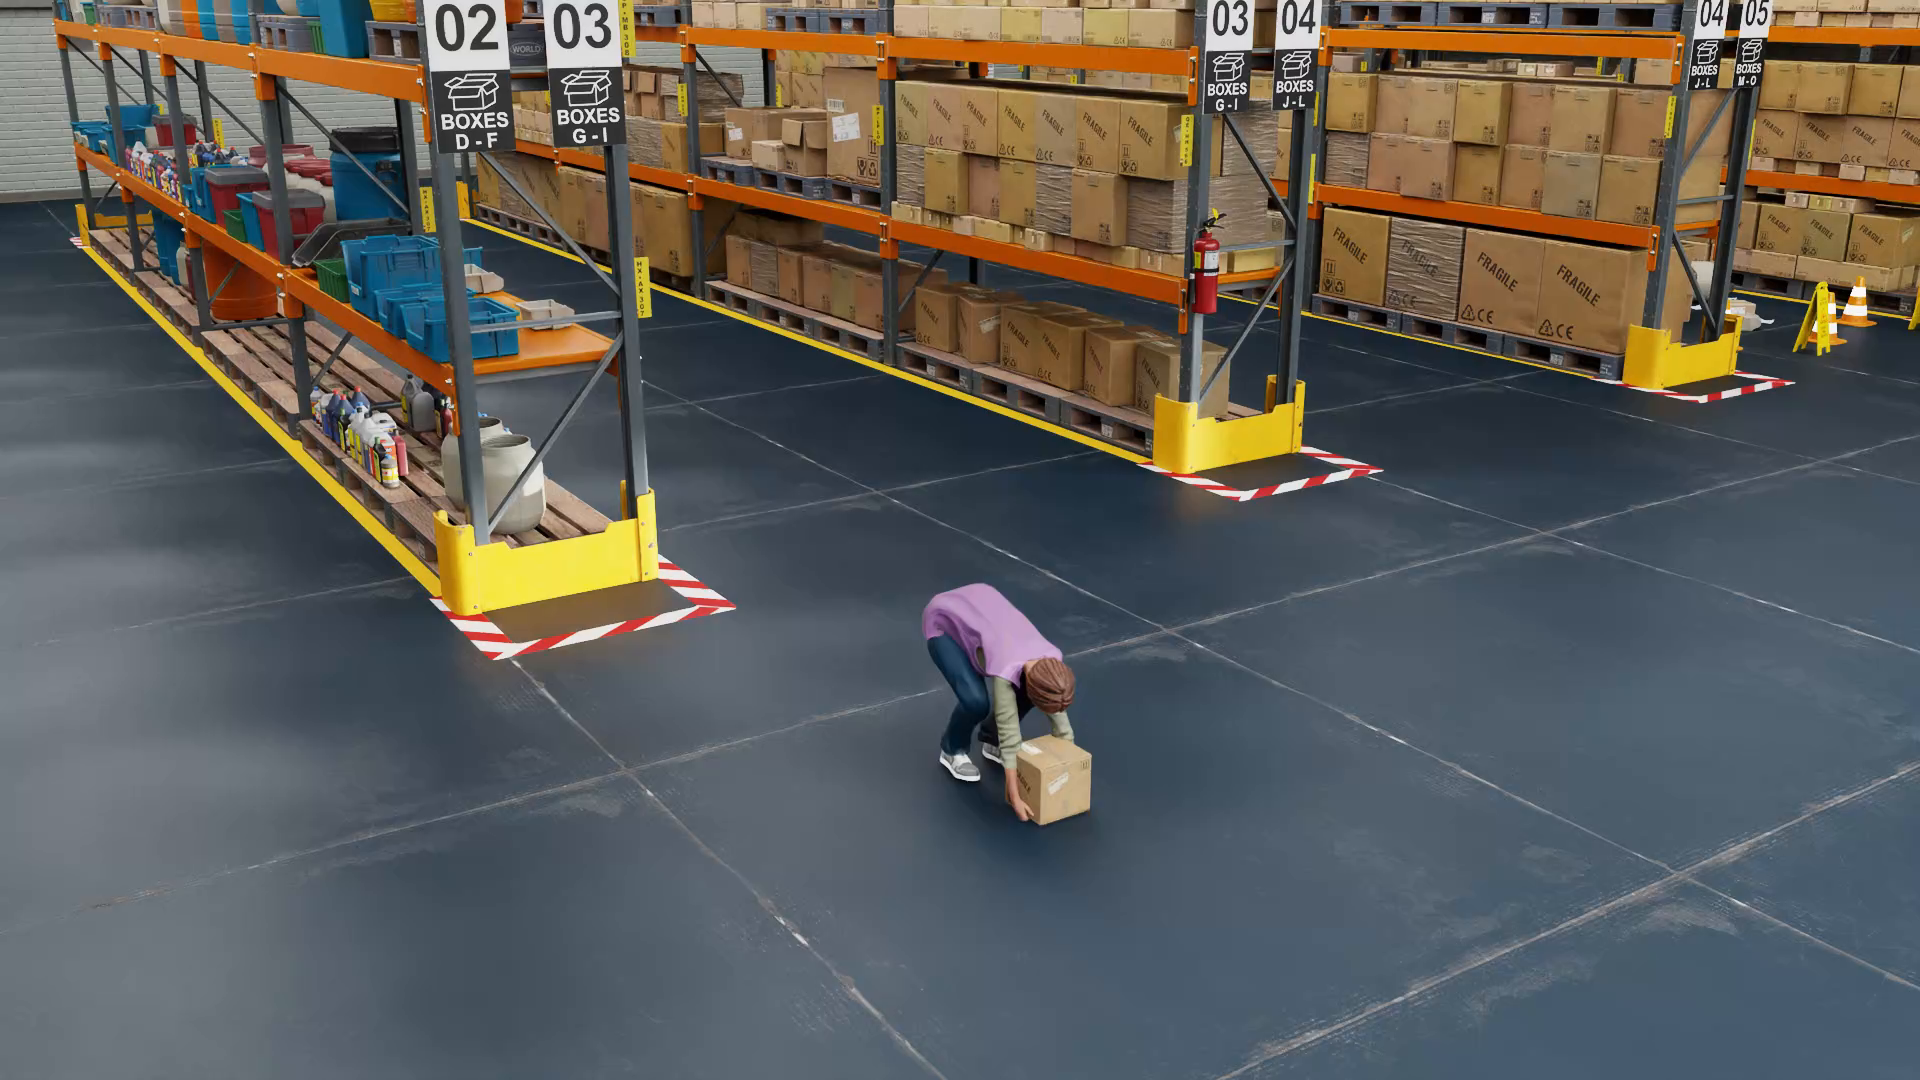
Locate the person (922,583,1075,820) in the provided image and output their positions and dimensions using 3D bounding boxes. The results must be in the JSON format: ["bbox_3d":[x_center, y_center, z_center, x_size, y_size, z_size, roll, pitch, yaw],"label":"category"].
[{"bbox_3d":[0.175,0.636,6.929,0.424,0.815,0.861,-13,22,-34],"label":"person"}]
